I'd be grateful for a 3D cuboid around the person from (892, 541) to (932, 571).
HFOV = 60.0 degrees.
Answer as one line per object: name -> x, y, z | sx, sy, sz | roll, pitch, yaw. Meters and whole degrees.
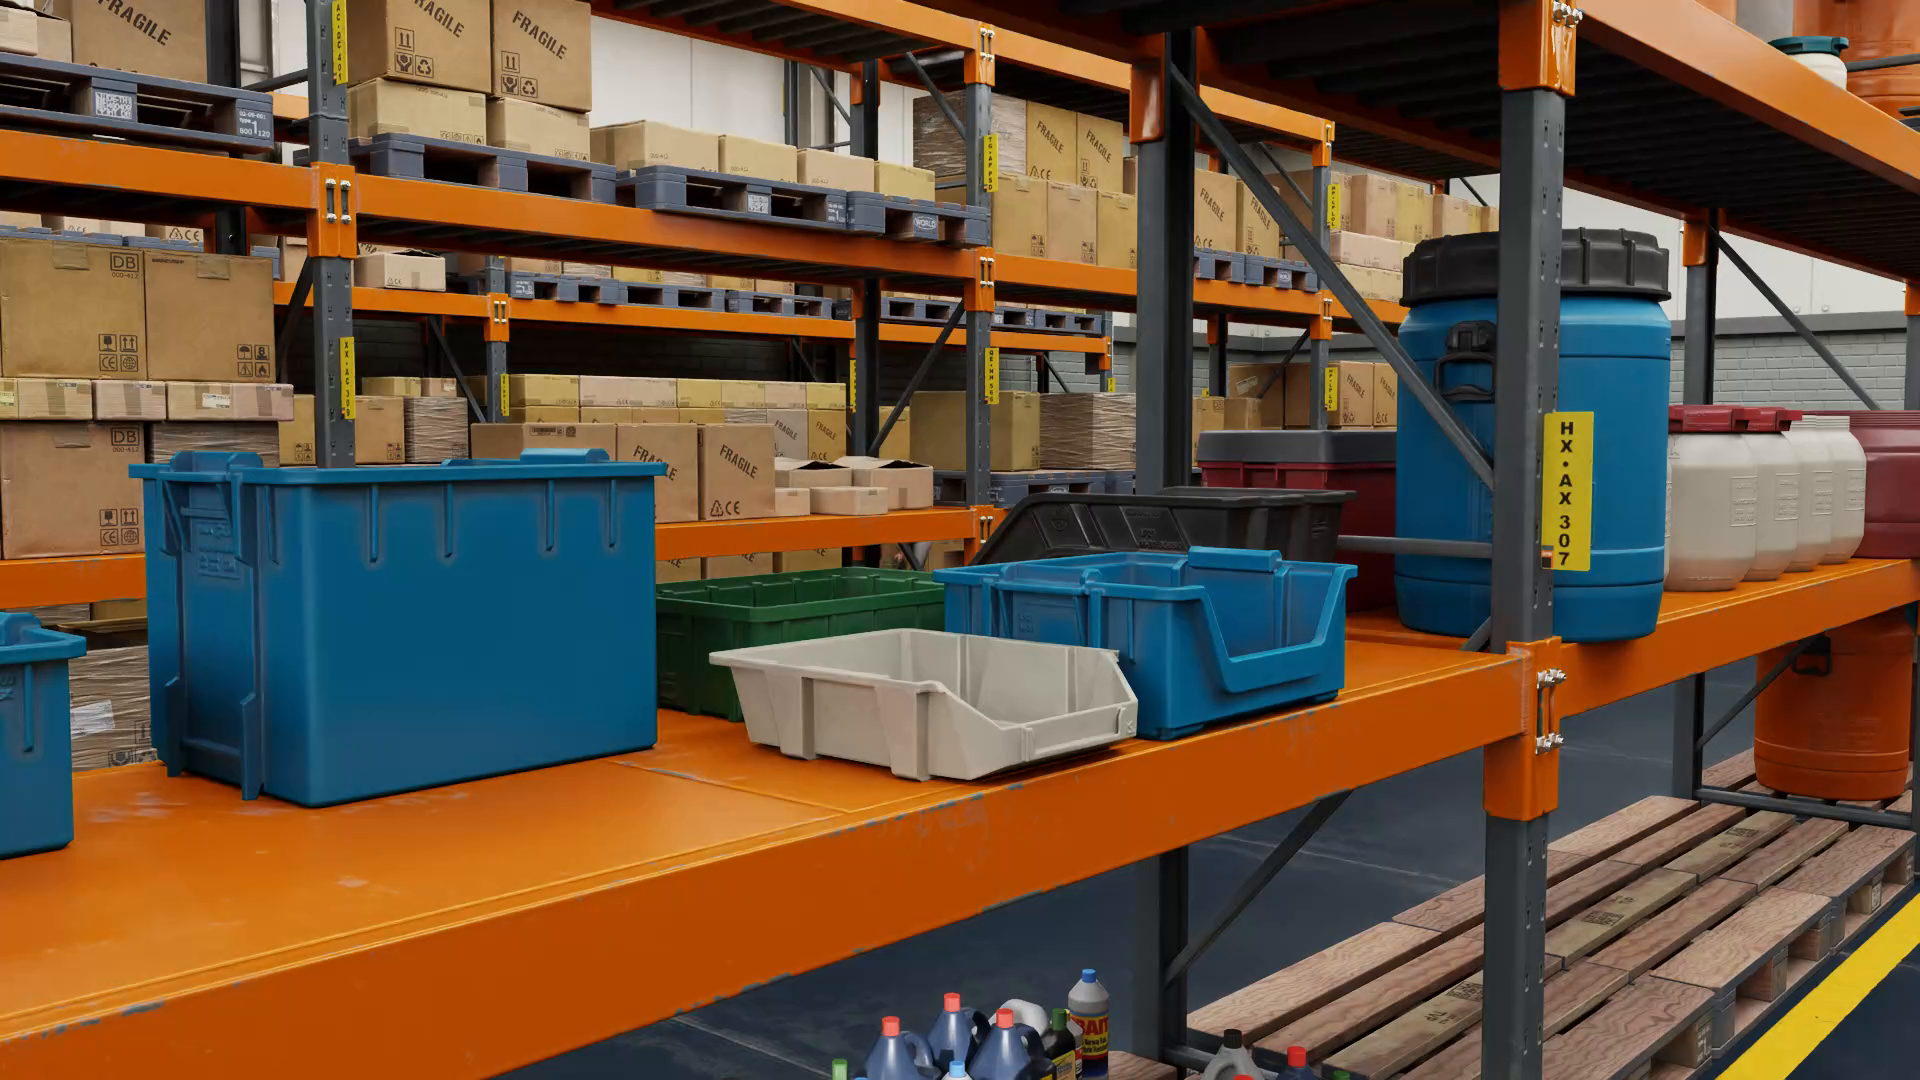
person -> -0.535, 0.079, 15.001 | 0.376, 1.409, 0.690 | 3, 5, 41
